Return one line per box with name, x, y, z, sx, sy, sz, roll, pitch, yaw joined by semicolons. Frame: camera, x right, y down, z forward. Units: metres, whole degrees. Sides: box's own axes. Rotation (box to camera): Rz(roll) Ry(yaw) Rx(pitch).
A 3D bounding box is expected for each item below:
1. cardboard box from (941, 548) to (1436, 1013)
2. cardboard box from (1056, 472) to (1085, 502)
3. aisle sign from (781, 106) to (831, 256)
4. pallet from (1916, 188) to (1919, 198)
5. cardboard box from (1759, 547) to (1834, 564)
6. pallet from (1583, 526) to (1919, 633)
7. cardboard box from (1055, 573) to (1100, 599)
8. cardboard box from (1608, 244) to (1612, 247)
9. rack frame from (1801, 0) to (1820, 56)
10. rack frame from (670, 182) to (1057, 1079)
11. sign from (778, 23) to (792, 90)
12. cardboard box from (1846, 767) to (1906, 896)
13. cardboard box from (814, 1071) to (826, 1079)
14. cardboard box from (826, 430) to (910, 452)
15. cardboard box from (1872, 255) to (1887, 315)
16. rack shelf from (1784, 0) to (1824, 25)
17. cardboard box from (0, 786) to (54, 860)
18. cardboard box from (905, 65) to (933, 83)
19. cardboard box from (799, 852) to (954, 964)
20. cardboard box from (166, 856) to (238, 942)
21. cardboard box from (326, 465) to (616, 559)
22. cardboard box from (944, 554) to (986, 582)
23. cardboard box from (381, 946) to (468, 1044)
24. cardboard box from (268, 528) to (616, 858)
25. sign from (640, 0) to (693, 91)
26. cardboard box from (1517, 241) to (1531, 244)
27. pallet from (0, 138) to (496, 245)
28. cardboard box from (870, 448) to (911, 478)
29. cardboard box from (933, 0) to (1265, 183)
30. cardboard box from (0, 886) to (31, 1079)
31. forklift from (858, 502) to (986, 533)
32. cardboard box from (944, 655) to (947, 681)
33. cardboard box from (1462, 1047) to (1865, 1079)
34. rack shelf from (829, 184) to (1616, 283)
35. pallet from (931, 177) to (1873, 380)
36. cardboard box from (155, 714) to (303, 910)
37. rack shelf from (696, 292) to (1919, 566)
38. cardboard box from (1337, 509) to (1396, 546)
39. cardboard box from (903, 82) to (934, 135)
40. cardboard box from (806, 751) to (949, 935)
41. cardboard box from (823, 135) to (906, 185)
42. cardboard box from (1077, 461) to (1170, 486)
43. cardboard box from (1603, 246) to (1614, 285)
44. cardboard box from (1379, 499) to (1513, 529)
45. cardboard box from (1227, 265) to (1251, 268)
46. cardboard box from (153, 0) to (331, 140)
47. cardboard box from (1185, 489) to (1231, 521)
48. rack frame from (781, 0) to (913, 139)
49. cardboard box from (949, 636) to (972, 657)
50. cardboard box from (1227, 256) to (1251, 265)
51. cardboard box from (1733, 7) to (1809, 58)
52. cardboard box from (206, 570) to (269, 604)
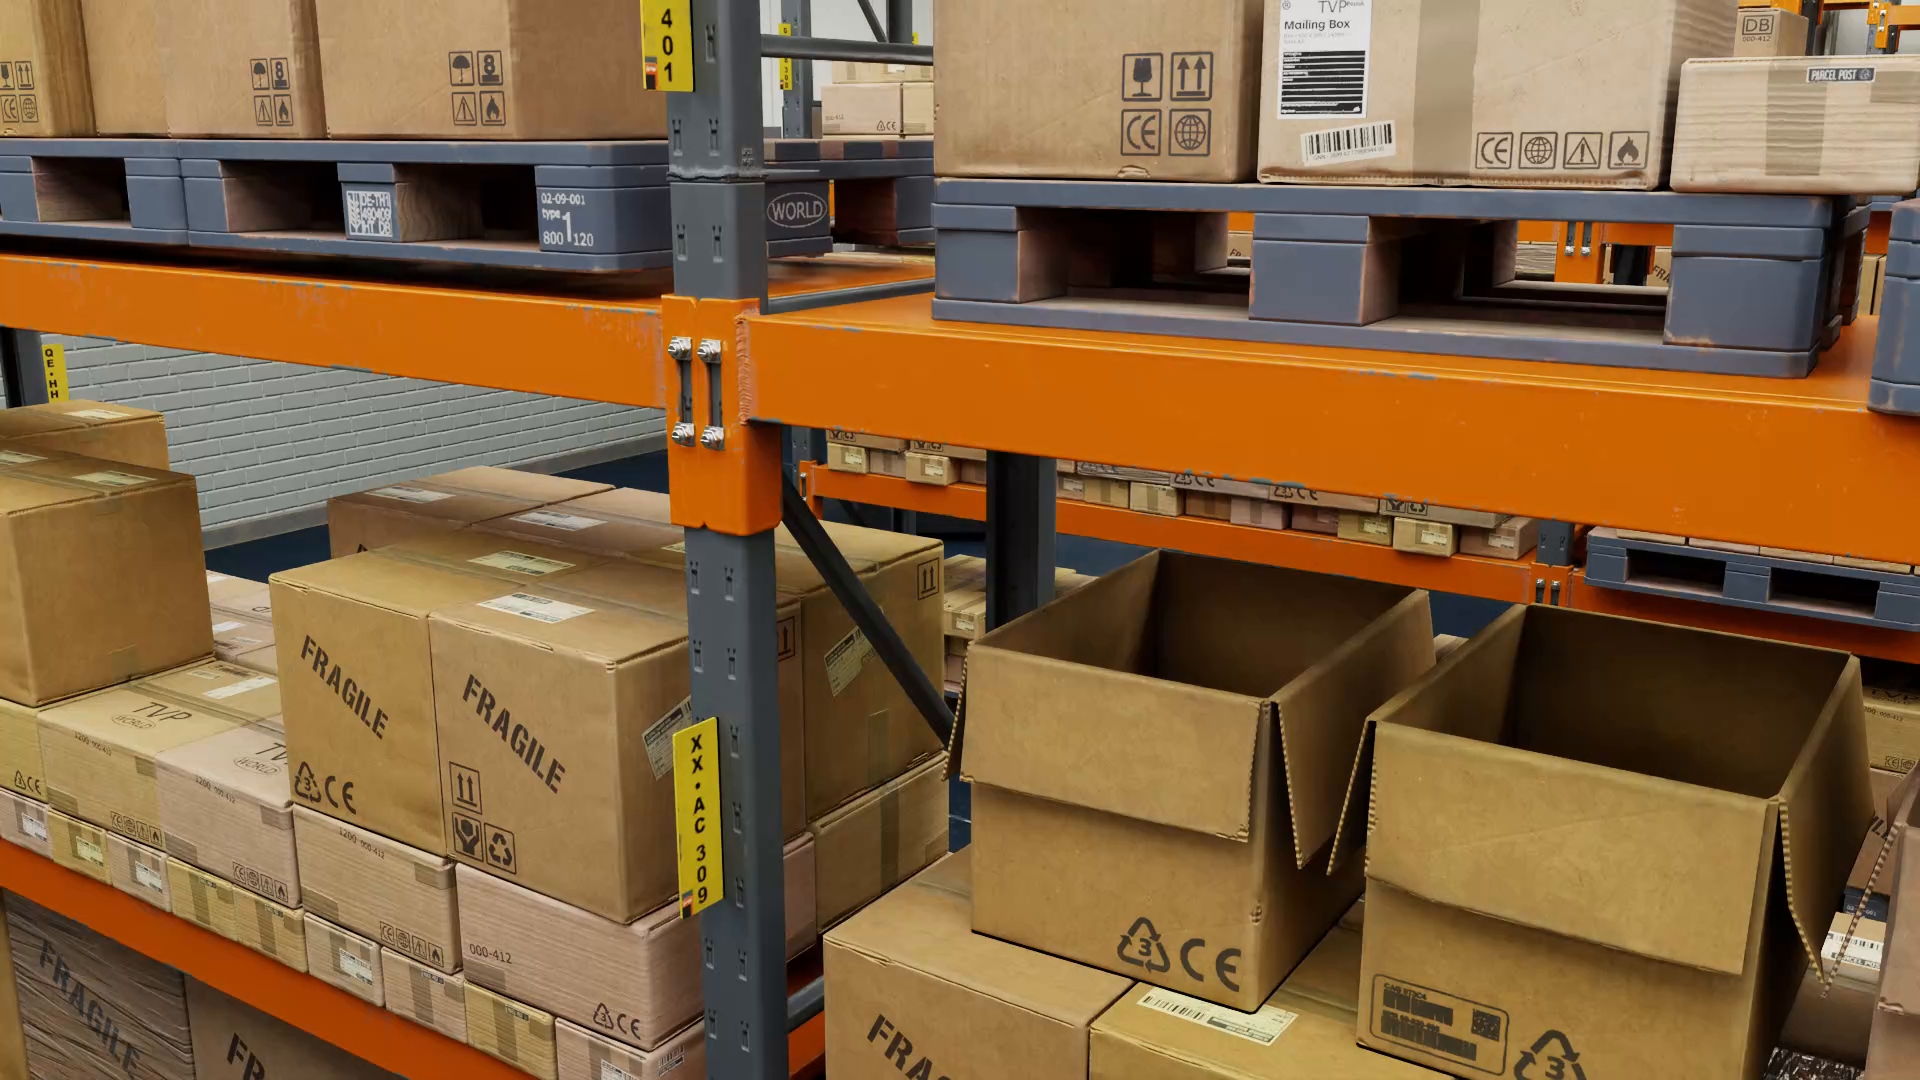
cardboard box;0.410;0.357;2.842;0.637;0.503;0.797;9;16;31
cardboard box;0.614;-0.312;8.365;0.250;0.149;0.380;9;16;32
aisle sign;-0.819;-1.915;8.906;0.004;0.787;0.394;9;17;33
pallet;4.043;-1.289;5.936;1.003;0.211;1.213;9;17;33
cardboard box;3.236;-0.034;6.366;0.250;0.149;0.380;9;17;33
pallet;3.281;0.058;6.746;1.213;0.211;1.003;9;17;33
cardboard box;0.631;0.311;9.147;0.250;0.149;0.380;8;16;31
cardboard box;4.614;-2.086;11.369;0.250;0.149;0.380;9;17;33
rack frame;5.407;-4.079;10.575;0.127;3.000;1.000;9;17;33
rack frame;-0.124;0.809;3.314;0.127;3.000;1.000;9;17;33
sign;-0.894;-2.475;8.518;0.005;0.325;0.100;9;17;33
cardboard box;3.633;1.065;6.605;0.500;0.500;0.500;10;17;35
cardboard box;-0.627;1.532;3.940;0.875;0.875;0.875;9;17;33
cardboard box;-0.373;-0.781;8.907;0.500;0.500;0.500;10;17;35
cardboard box;6.049;-1.522;10.440;0.500;0.500;0.500;9;17;32
rack shelf;7.066;-3.268;9.626;4.000;0.370;1.077;9;17;33
cardboard box;-2.265;0.680;4.358;0.250;0.149;0.380;9;16;32
cardboard box;-0.064;-2.345;8.253;0.250;0.149;0.380;9;17;33
cardboard box;-0.184;0.825;3.772;0.250;0.149;0.380;9;17;33
cardboard box;-1.627;0.783;3.941;0.250;0.149;0.380;9;16;32
cardboard box;-1.218;0.122;4.222;0.500;0.500;0.500;9;16;31
cardboard box;-0.011;0.209;9.559;0.250;0.149;0.380;9;17;33
cardboard box;-0.987;0.886;3.524;0.250;0.149;0.380;9;16;32
cardboard box;-1.068;0.297;3.514;0.500;0.500;0.500;9;17;33
sign;-0.433;-0.826;2.434;0.005;0.325;0.100;9;17;33
cardboard box;3.948;-2.178;11.740;0.250;0.149;0.380;9;16;32
pallet;-1.805;-0.880;4.077;1.213;0.211;1.003;9;17;33
cardboard box;-0.271;-0.446;8.907;0.250;0.149;0.380;10;17;35
cardboard box;0.363;-0.824;2.585;0.500;0.500;0.700;10;17;34
cardboard box;-2.868;1.170;5.403;0.875;0.875;0.875;9;17;33
forklift;-0.246;-1.773;13.886;1.130;2.935;3.031;0;14;0
cardboard box;-0.072;0.630;9.096;0.250;0.149;0.380;9;17;33
cardboard box;0.951;1.006;2.308;0.500;0.500;0.500;9;16;32
rack shelf;1.068;-1.542;8.063;4.000;0.370;1.077;9;17;33
pallet;0.664;-0.441;2.519;1.217;0.209;0.805;8;16;31
cardboard box;-1.492;0.593;3.878;0.500;0.250;0.500;10;17;34
rack shelf;1.535;-0.030;1.956;4.000;0.370;1.077;9;17;33
cardboard box;1.897;-0.097;7.495;0.250;0.149;0.380;10;17;35
cardboard box;0.062;-2.148;8.289;0.500;0.250;0.500;9;16;32
cardboard box;-0.368;0.622;3.761;0.500;0.250;0.500;9;16;32
cardboard box;-0.361;-1.975;8.629;0.500;0.250;0.500;10;17;35
cardboard box;0.911;-0.579;8.091;0.500;0.500;0.500;9;16;31
cardboard box;4.444;-1.779;11.478;0.500;0.500;0.500;9;16;32
cardboard box;2.169;-0.368;7.241;0.500;0.500;0.500;9;17;33
cardboard box;1.338;-0.994;7.687;0.500;0.500;0.500;10;17;34
cardboard box;-1.251;-1.114;3.549;0.500;0.500;0.700;10;17;36
cardboard box;1.273;-0.212;7.958;0.250;0.149;0.380;9;16;32
rack frame;-0.591;-3.615;8.700;0.127;3.000;1.000;9;17;33
cardboard box;0.148;0.517;8.932;0.250;0.149;0.380;9;17;34
cardboard box;1.225;-1.163;8.372;0.500;0.500;0.500;9;16;31
cardboard box;2.981;-1.802;6.537;0.500;0.500;0.700;9;17;33
cardboard box;-2.473;0.281;5.139;0.500;0.250;0.500;9;16;32
